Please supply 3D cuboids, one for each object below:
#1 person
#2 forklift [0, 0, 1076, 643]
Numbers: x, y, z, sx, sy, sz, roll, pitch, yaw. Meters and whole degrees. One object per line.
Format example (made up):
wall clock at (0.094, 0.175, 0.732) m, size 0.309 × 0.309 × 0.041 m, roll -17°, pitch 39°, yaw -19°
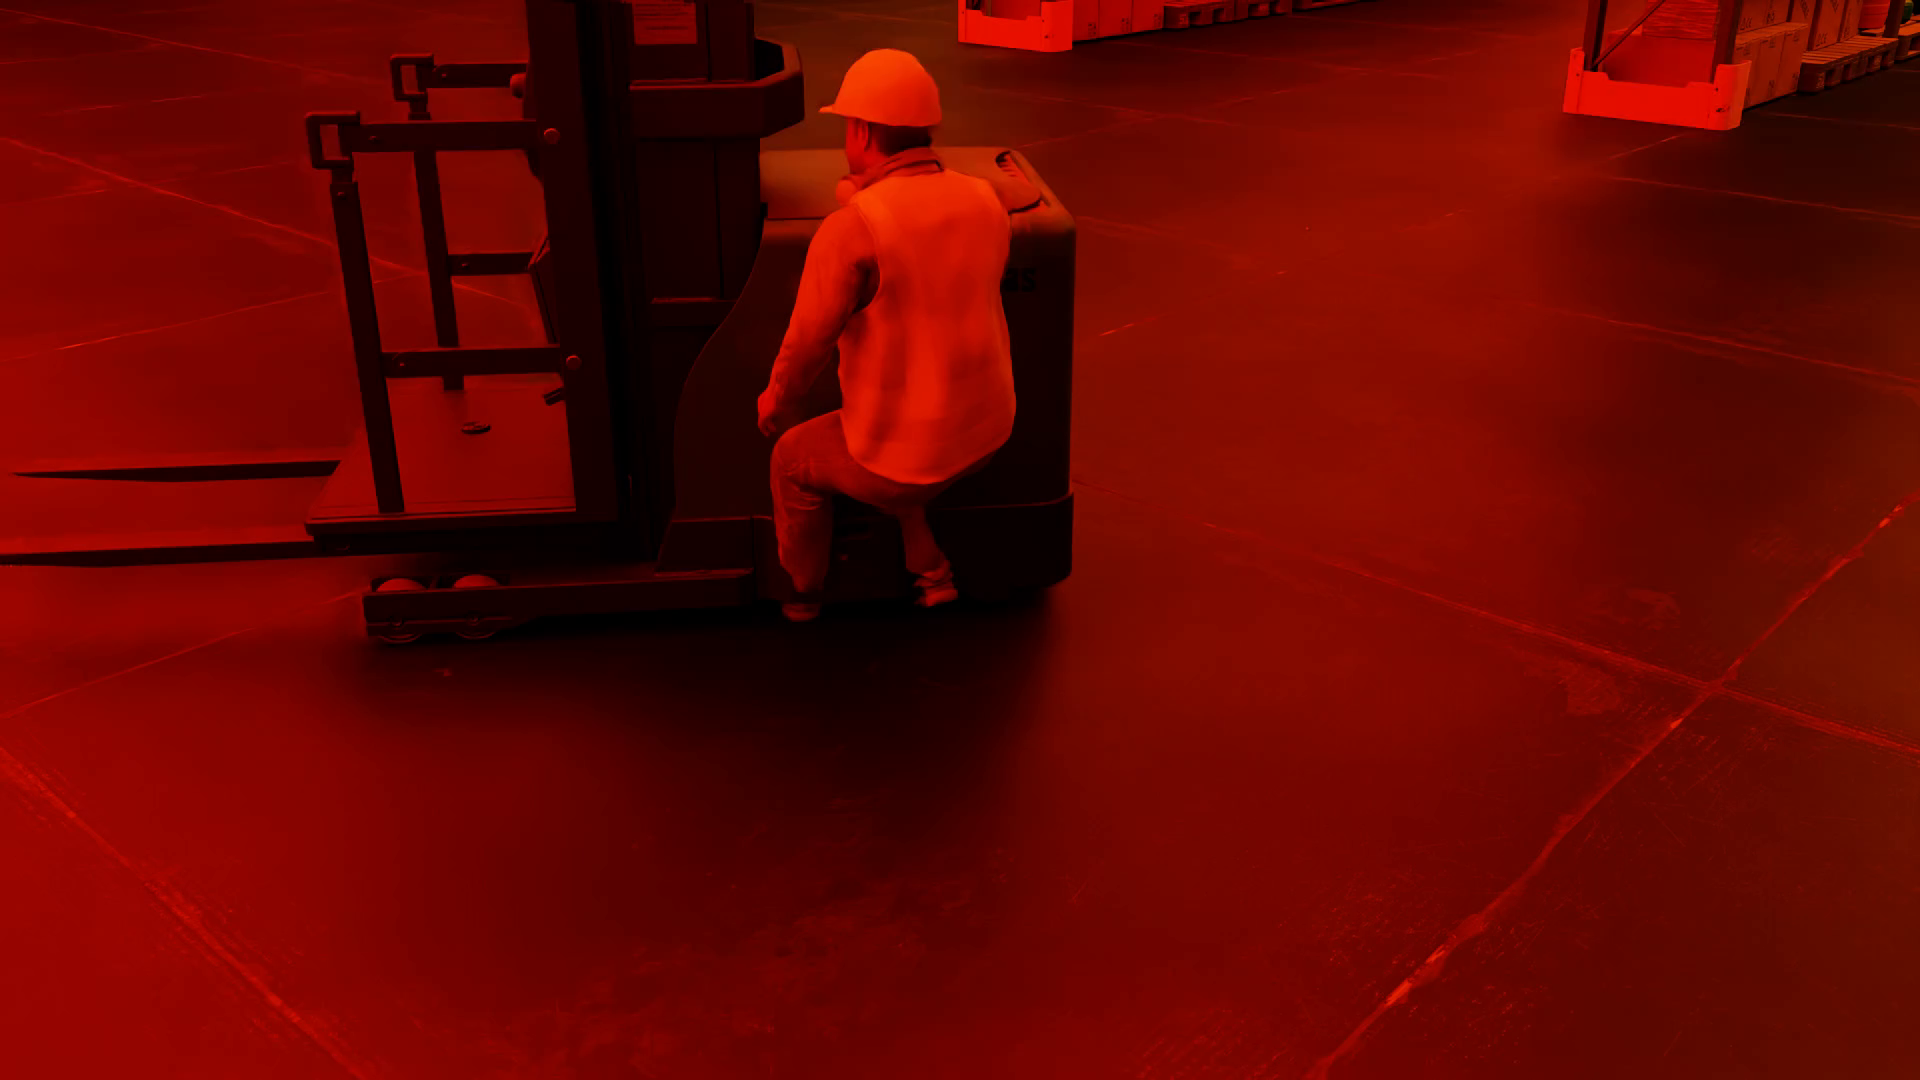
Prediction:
person at (-0.261, -0.408, 4.087) m, size 0.901 × 1.571 × 0.763 m, roll 20°, pitch 31°, yaw 38°
forklift at (-1.245, -1.296, 4.283) m, size 3.031 × 2.935 × 1.130 m, roll -3°, pitch 24°, yaw -6°
